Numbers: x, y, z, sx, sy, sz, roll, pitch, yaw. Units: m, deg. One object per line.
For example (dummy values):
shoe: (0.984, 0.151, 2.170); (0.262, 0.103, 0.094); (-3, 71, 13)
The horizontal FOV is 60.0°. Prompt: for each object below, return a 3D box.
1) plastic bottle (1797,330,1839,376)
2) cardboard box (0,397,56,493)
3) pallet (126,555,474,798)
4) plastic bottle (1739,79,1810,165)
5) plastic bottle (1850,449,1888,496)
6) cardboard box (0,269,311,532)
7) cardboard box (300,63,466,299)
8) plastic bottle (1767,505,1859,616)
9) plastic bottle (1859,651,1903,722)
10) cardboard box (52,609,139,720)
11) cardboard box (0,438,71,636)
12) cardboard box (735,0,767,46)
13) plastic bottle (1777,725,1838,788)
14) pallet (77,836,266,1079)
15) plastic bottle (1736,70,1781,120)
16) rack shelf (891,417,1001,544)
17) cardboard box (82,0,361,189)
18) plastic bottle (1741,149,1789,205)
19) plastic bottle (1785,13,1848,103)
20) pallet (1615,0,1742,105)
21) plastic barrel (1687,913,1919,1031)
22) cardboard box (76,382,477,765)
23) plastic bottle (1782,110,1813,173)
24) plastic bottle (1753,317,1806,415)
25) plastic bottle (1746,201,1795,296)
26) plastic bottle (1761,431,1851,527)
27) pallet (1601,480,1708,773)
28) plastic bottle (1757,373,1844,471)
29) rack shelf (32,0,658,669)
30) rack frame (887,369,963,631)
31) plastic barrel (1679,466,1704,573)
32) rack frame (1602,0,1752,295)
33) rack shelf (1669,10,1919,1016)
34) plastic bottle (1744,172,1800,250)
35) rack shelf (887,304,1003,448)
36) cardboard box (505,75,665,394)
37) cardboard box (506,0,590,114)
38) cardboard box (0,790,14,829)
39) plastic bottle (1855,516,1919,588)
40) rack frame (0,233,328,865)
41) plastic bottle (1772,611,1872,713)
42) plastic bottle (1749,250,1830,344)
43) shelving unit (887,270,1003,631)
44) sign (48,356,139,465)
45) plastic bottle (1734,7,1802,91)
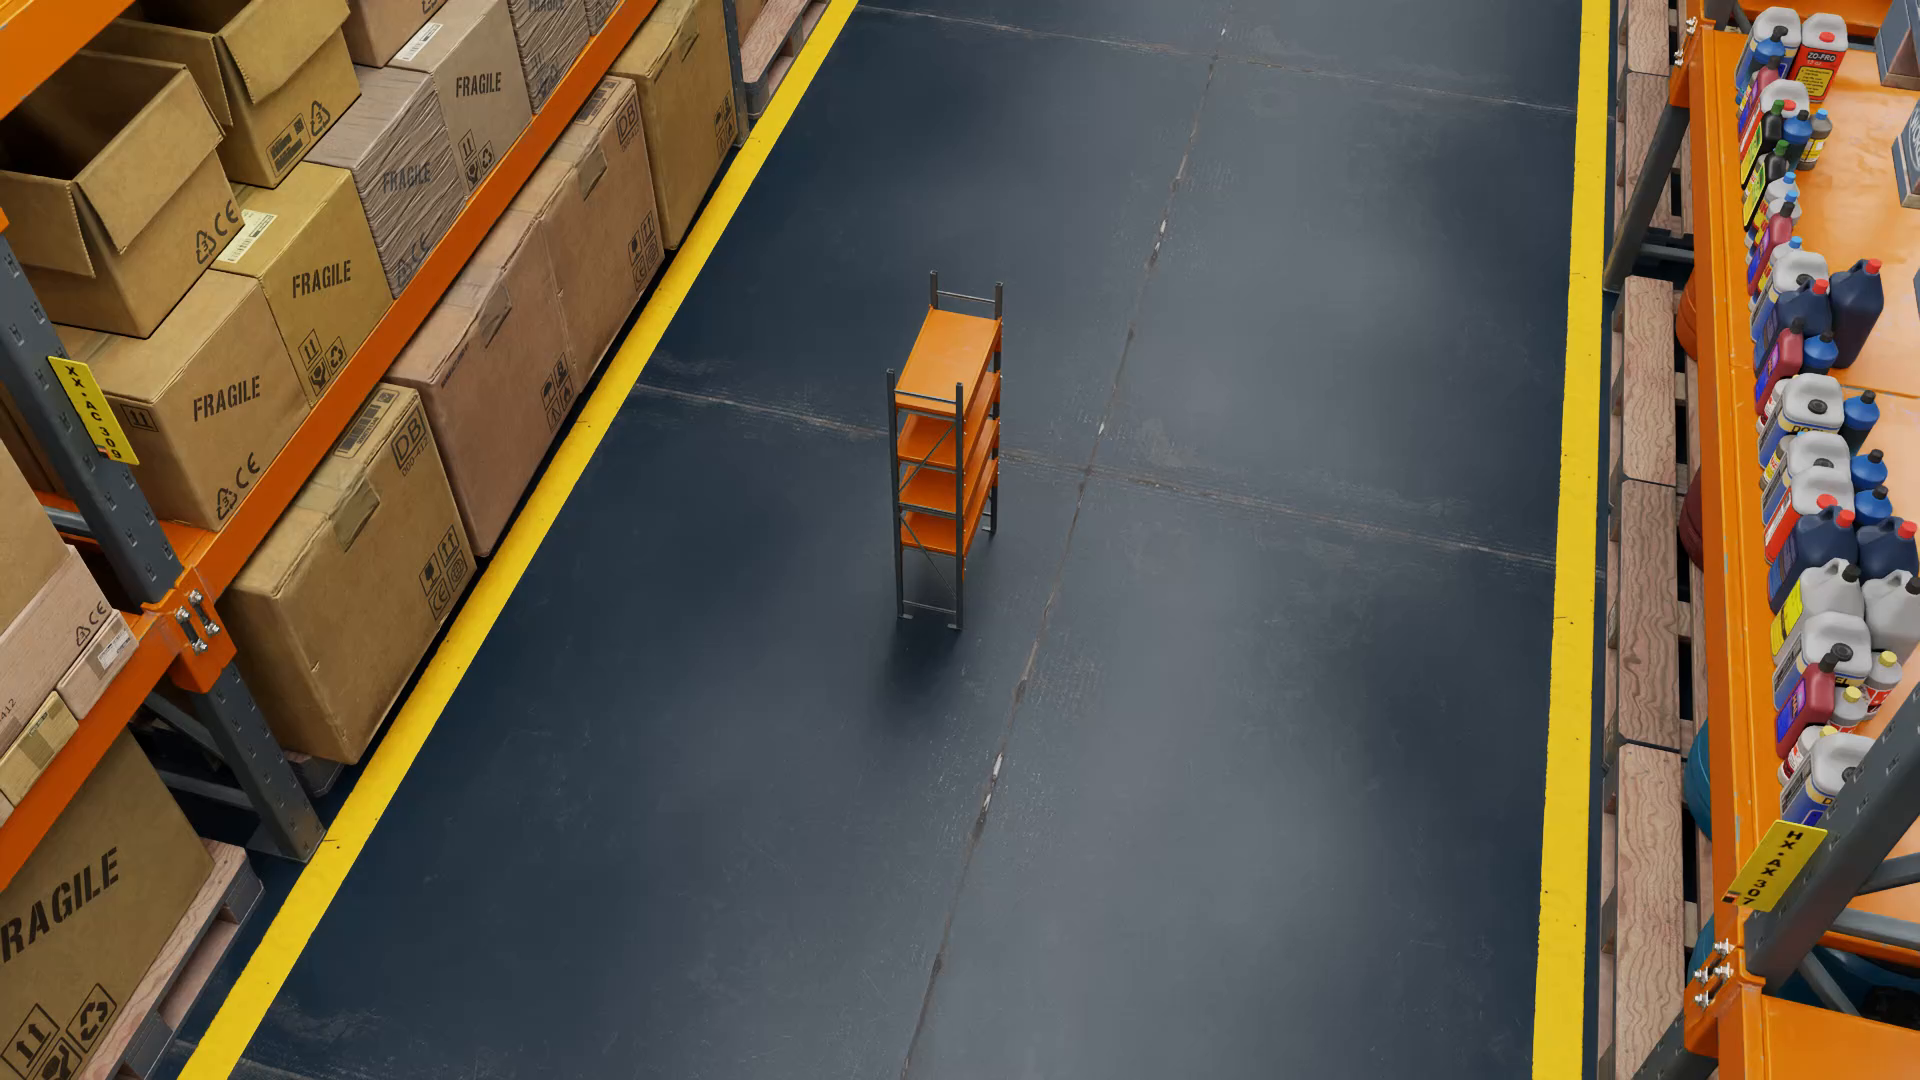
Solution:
plastic bottle: (2.438, -0.491, 4.768); (0.097, 0.271, 0.097); (0, 49, 0)
cardboard box: (-2.696, -0.519, 4.641); (0.500, 0.500, 0.500); (12, 50, 10)
pallet: (-2.425, 0.256, 5.884); (1.003, 0.211, 1.213); (12, 50, 10)
plastic bottle: (2.728, -1.385, 5.555); (0.152, 0.276, 0.135); (12, 50, 10)
plastic bottle: (2.404, -0.138, 4.457); (0.097, 0.271, 0.097); (0, 49, 0)
cardboard box: (-2.194, -0.411, 4.545); (0.500, 0.500, 0.500); (12, 50, 10)
cardboard box: (-1.930, -1.136, 5.186); (0.500, 0.500, 0.500); (11, 49, 9)
plastic bottle: (2.197, 0.036, 4.250); (0.144, 0.351, 0.185); (12, 50, 10)
plastic bottle: (2.236, 0.347, 4.076); (0.097, 0.201, 0.097); (0, 49, 0)
cardboard box: (-2.320, 0.274, 4.175); (0.380, 0.149, 0.250); (12, 50, 10)
cardboard box: (-2.419, -0.006, 3.656); (0.500, 0.500, 0.500); (13, 50, 11)
cardboard box: (-1.346, -2.794, 8.089); (0.700, 0.500, 0.500); (9, 49, 8)
plastic bottle: (2.019, 0.511, 3.931); (0.097, 0.201, 0.097); (0, 49, 0)
pallet: (-2.831, 1.363, 4.906); (1.003, 0.211, 1.213); (12, 50, 10)
plastic bottle: (2.767, -1.546, 5.746); (0.097, 0.201, 0.097); (0, 49, 0)
rack shelf: (-0.044, -0.233, 5.745); (0.258, 0.148, 0.480); (12, 50, 10)
cardboard box: (-2.204, -1.417, 4.764); (0.797, 0.503, 0.637); (12, 50, 10)
plastic bottle: (2.636, -1.185, 5.428); (0.097, 0.201, 0.097); (0, 49, 0)
plastic bottle: (2.996, -1.690, 5.823); (0.152, 0.276, 0.135); (12, 50, 10)
pallet: (3.840, -2.520, 8.333); (1.003, 0.211, 1.213); (12, 50, 10)
plastic barrel: (2.382, 1.048, 4.443); (0.600, 0.901, 0.708); (12, 50, 10)
cardboard box: (-2.407, 0.003, 5.384); (1.225, 0.875, 0.875); (12, 50, 10)
plastic bottle: (2.730, -1.293, 5.476); (0.097, 0.271, 0.097); (0, 49, 0)
plastic bottle: (2.357, -0.497, 4.766); (0.061, 0.283, 0.133); (12, 50, 10)
plastic bottle: (2.501, -0.895, 5.117); (0.061, 0.283, 0.133); (12, 50, 10)
plastic bottle: (2.279, -0.151, 4.465); (0.152, 0.276, 0.135); (12, 50, 10)
pallet: (2.785, 0.371, 5.782); (1.003, 0.211, 1.213); (12, 50, 10)
plastic bottle: (2.340, -0.319, 4.613); (0.152, 0.276, 0.135); (12, 50, 10)
rack shelf: (-2.029, -1.303, 5.879); (1.077, 0.370, 4.000); (12, 50, 10)
rack frame: (-0.108, -0.101, 5.539); (0.240, 1.200, 0.015); (12, 50, 10)
plastic barrel: (2.866, -0.177, 5.734); (0.600, 0.588, 0.708); (12, 50, 10)
rack frame: (3.275, -2.010, 6.023); (1.000, 3.000, 0.127); (12, 50, 10)
rack shelf: (2.749, -0.325, 5.016); (1.077, 0.370, 4.000); (12, 50, 10)
plastic bottle: (2.575, -1.042, 5.255); (0.097, 0.271, 0.097); (0, 49, 0)
rack shelf: (-0.044, -0.537, 5.400); (0.258, 0.148, 0.480); (12, 50, 10)
cardboard box: (-1.947, -1.285, 6.521); (1.225, 0.875, 0.875); (12, 50, 10)
cardboard box: (-1.664, -1.879, 5.841); (0.500, 0.500, 0.500); (10, 49, 9)
cardboard box: (-2.455, 0.646, 3.847); (0.380, 0.149, 0.250); (11, 49, 9)
plastic bottle: (2.337, 0.065, 4.225); (0.144, 0.351, 0.185); (12, 50, 10)
rack frame: (-2.556, -0.094, 4.332); (1.000, 3.000, 0.127); (12, 50, 10)
plastic bottle: (2.111, 0.311, 4.057); (0.152, 0.276, 0.135); (12, 50, 10)
plastic bottle: (2.485, -0.717, 4.965); (0.152, 0.276, 0.135); (12, 50, 10)
shelving unit: (-0.044, -0.277, 5.694); (0.258, 1.200, 0.503); (12, 50, 10)
sign: (-2.020, -0.298, 3.882); (0.100, 0.325, 0.005); (12, 50, 10)
plastic bottle: (2.850, -1.720, 5.850); (0.152, 0.276, 0.135); (12, 50, 10)
